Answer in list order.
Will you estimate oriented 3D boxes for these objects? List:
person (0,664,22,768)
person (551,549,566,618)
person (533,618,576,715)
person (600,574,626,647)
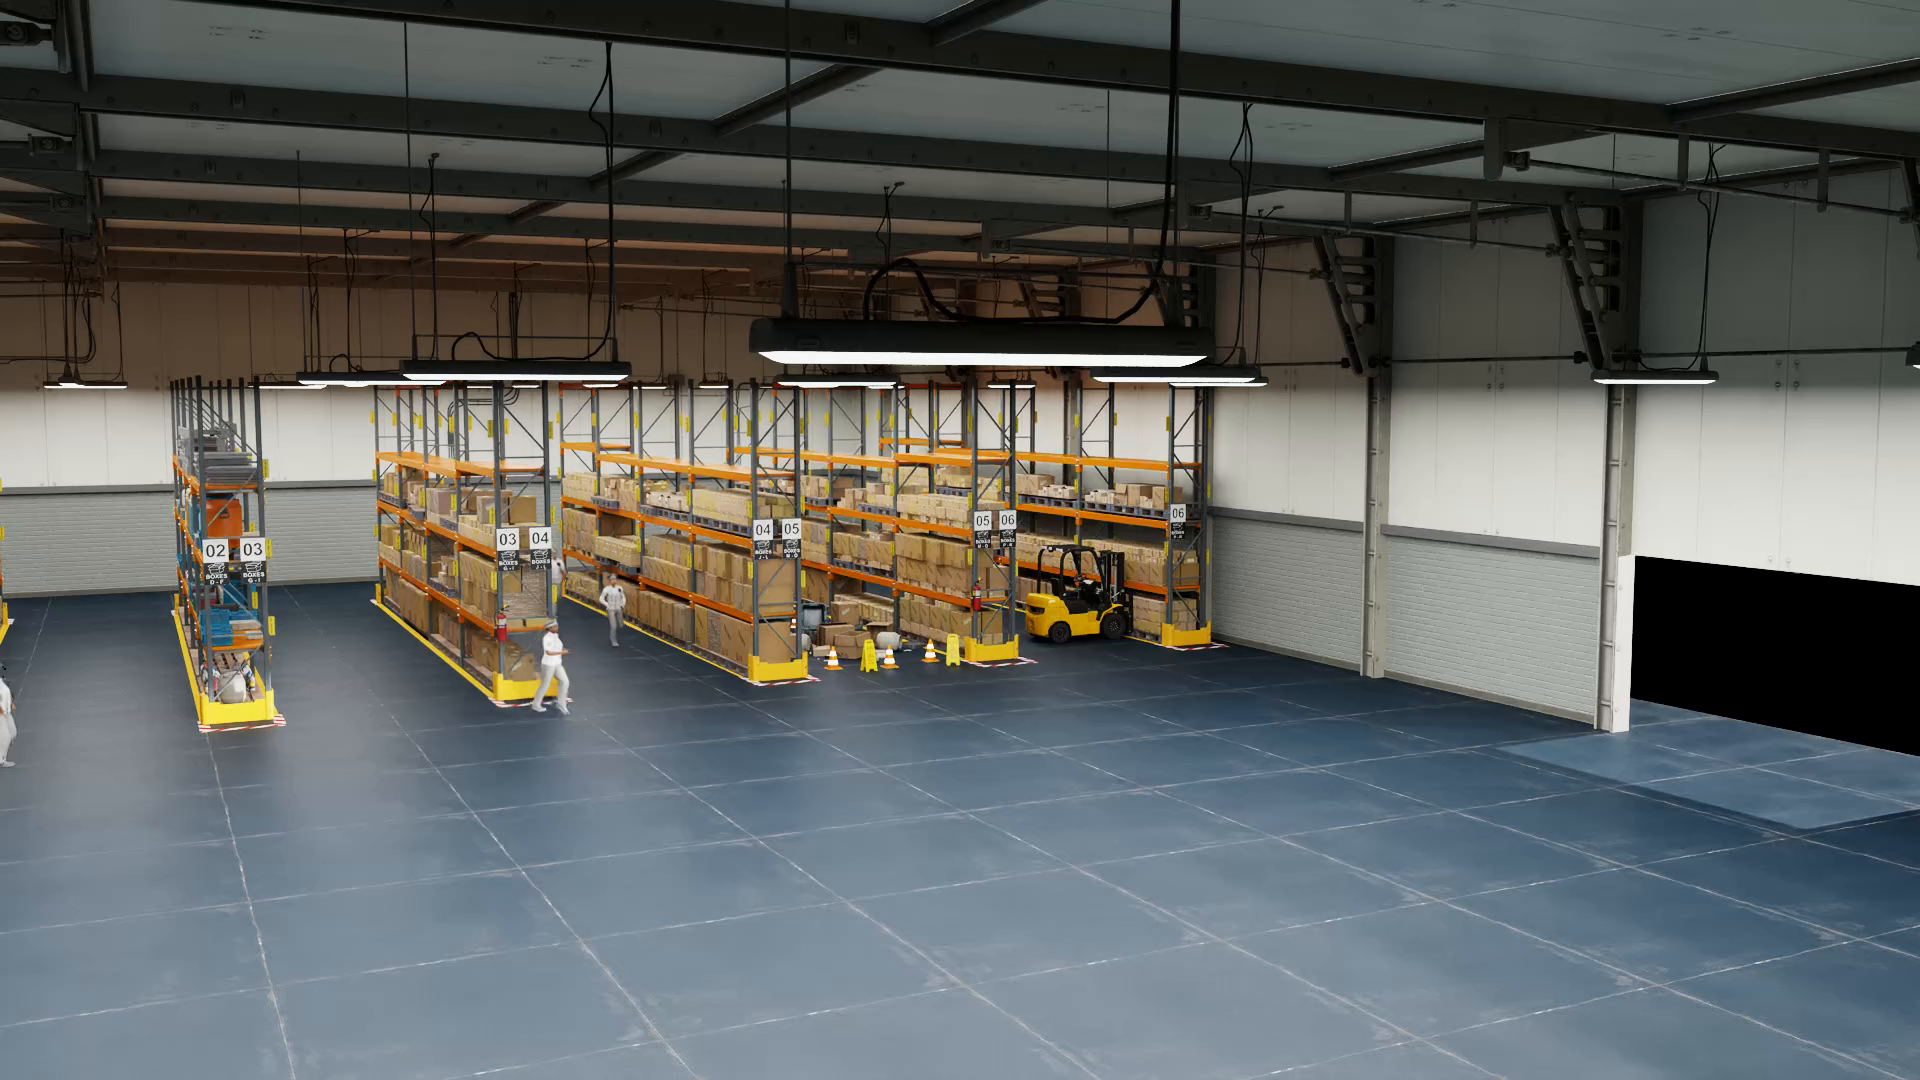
[{"bbox_3d":[-14.673,2.660,25.387,0.574,1.616,0.604,0,5,-1],"label":"person"},{"bbox_3d":[-10.376,1.090,42.467,0.663,1.762,0.696,-2,5,-20],"label":"person"},{"bbox_3d":[-7.212,2.250,29.545,0.769,1.753,0.580,1,5,13],"label":"person"},{"bbox_3d":[-7.774,1.571,37.430,0.612,1.648,0.571,-3,6,-31],"label":"person"}]
